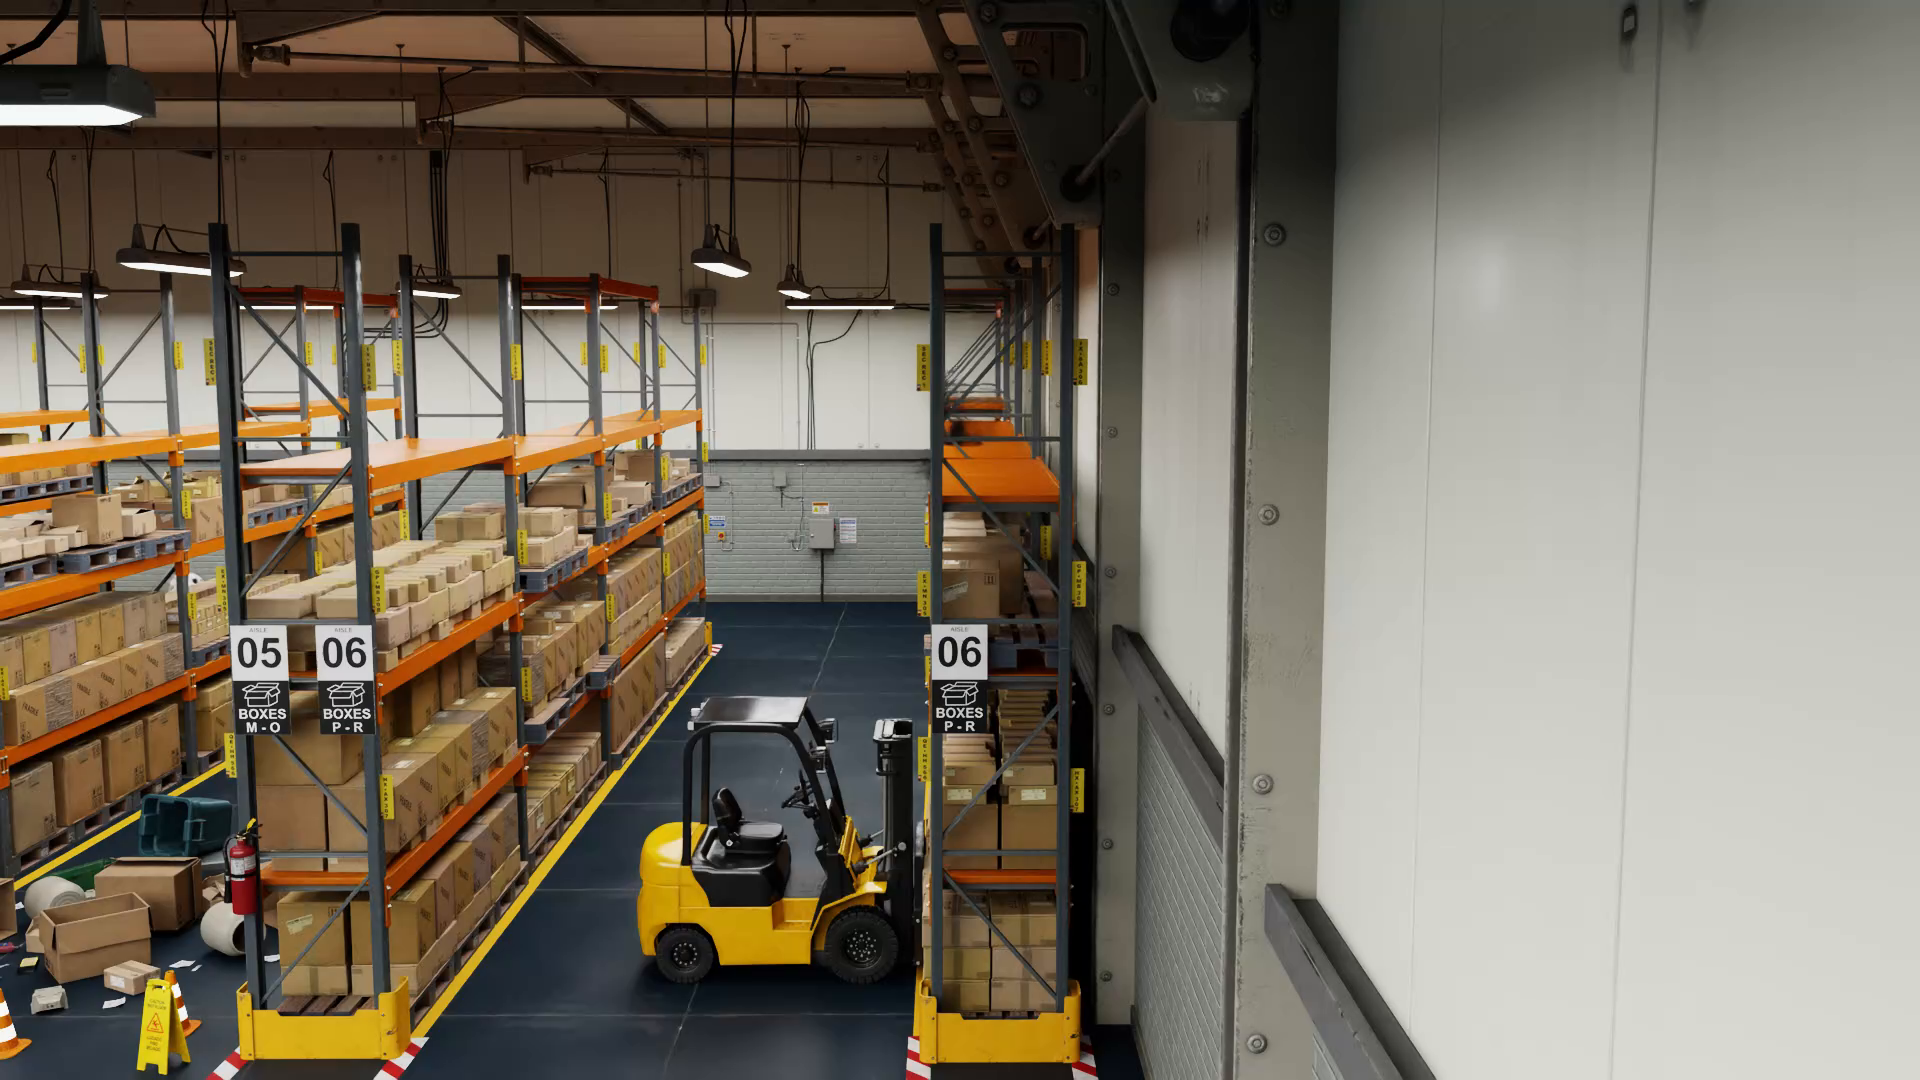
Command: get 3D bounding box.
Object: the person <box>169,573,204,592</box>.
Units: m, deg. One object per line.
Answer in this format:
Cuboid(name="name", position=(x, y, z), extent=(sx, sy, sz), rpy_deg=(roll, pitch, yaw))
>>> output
Cuboid(name="person", position=(-12.919, 1.127, 28.020), extent=(0.685, 1.565, 0.511), rpy_deg=(-5, 8, -36))
